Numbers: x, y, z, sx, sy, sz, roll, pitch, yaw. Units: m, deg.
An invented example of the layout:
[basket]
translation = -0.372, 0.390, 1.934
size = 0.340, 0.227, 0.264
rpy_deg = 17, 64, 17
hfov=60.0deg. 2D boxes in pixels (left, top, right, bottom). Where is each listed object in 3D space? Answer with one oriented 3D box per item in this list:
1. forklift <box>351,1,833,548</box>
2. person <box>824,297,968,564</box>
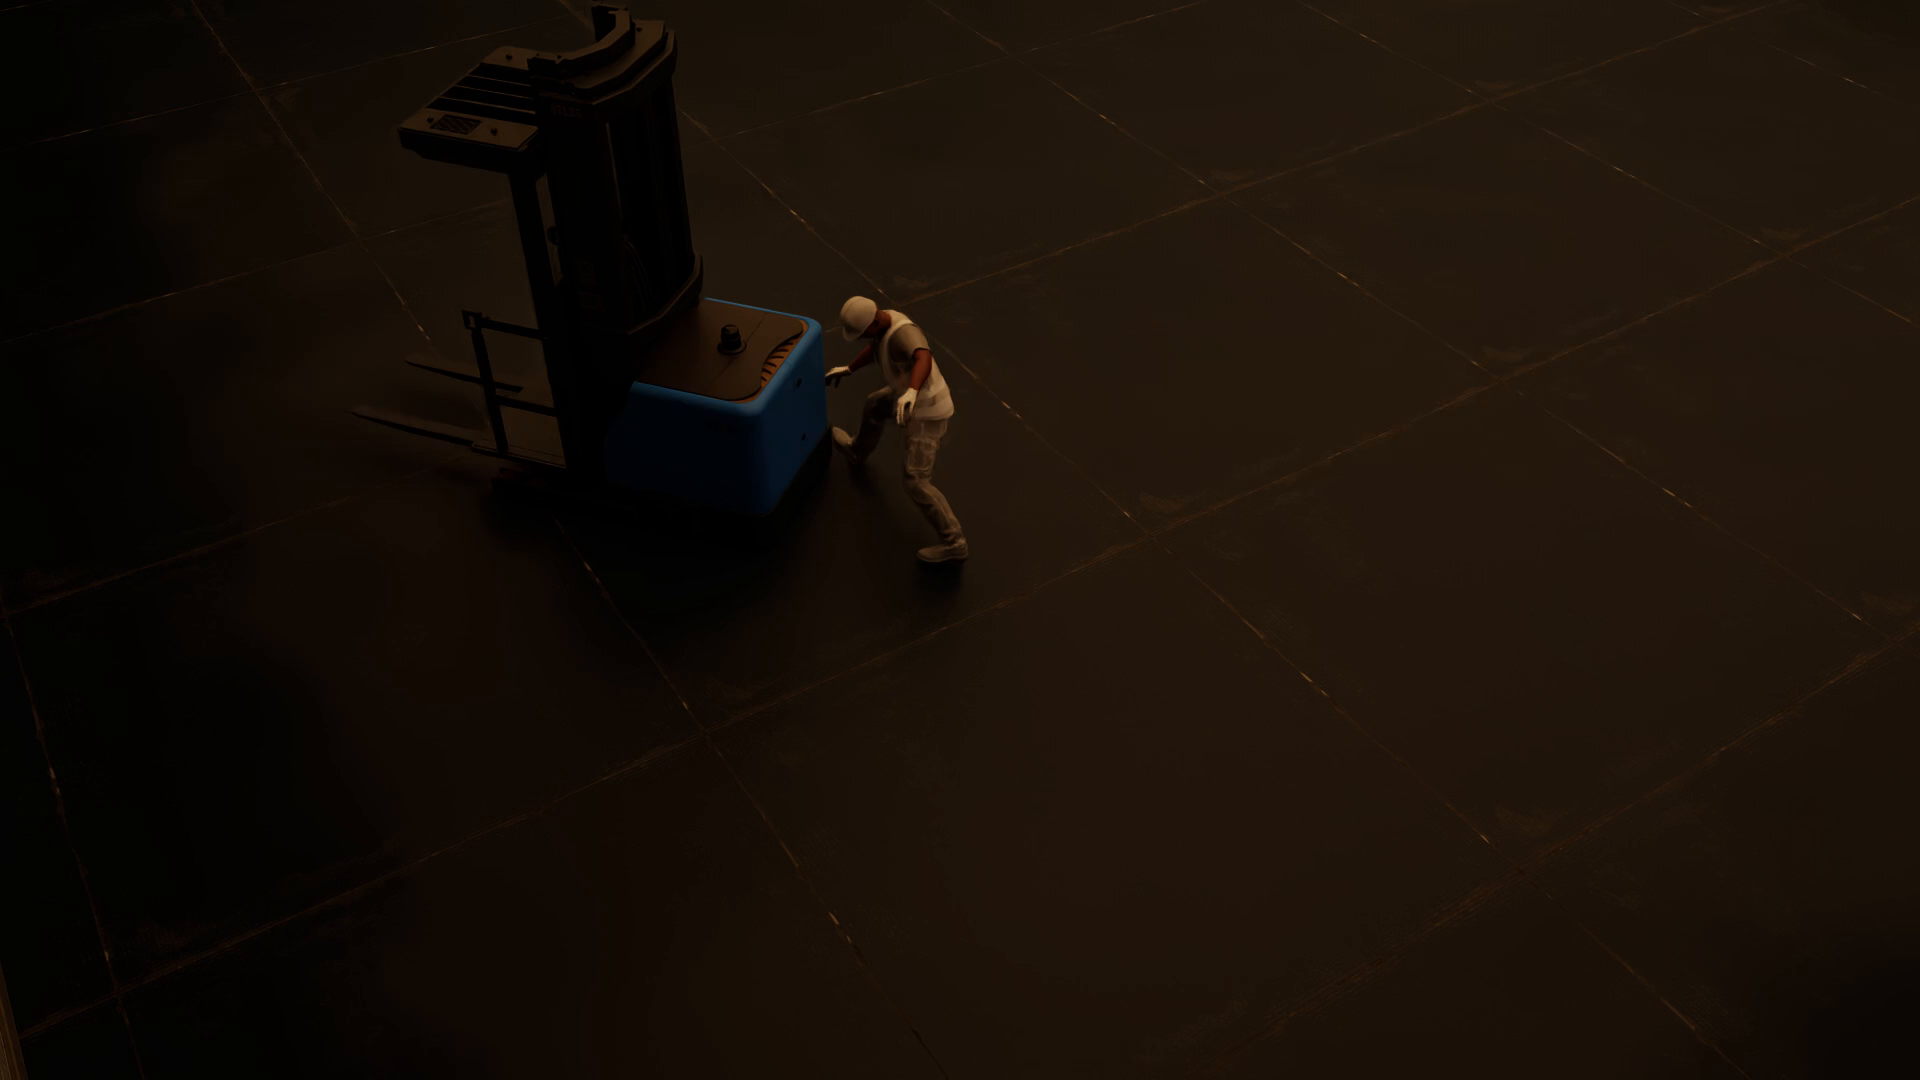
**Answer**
[forklift]
translation = -2.387, -1.642, 9.750
size = 3.031, 2.935, 1.130
rpy_deg = 13, 43, 14
[person]
translation = -0.415, -0.757, 9.875
size = 0.775, 1.468, 1.307
rpy_deg = -5, 41, -6
